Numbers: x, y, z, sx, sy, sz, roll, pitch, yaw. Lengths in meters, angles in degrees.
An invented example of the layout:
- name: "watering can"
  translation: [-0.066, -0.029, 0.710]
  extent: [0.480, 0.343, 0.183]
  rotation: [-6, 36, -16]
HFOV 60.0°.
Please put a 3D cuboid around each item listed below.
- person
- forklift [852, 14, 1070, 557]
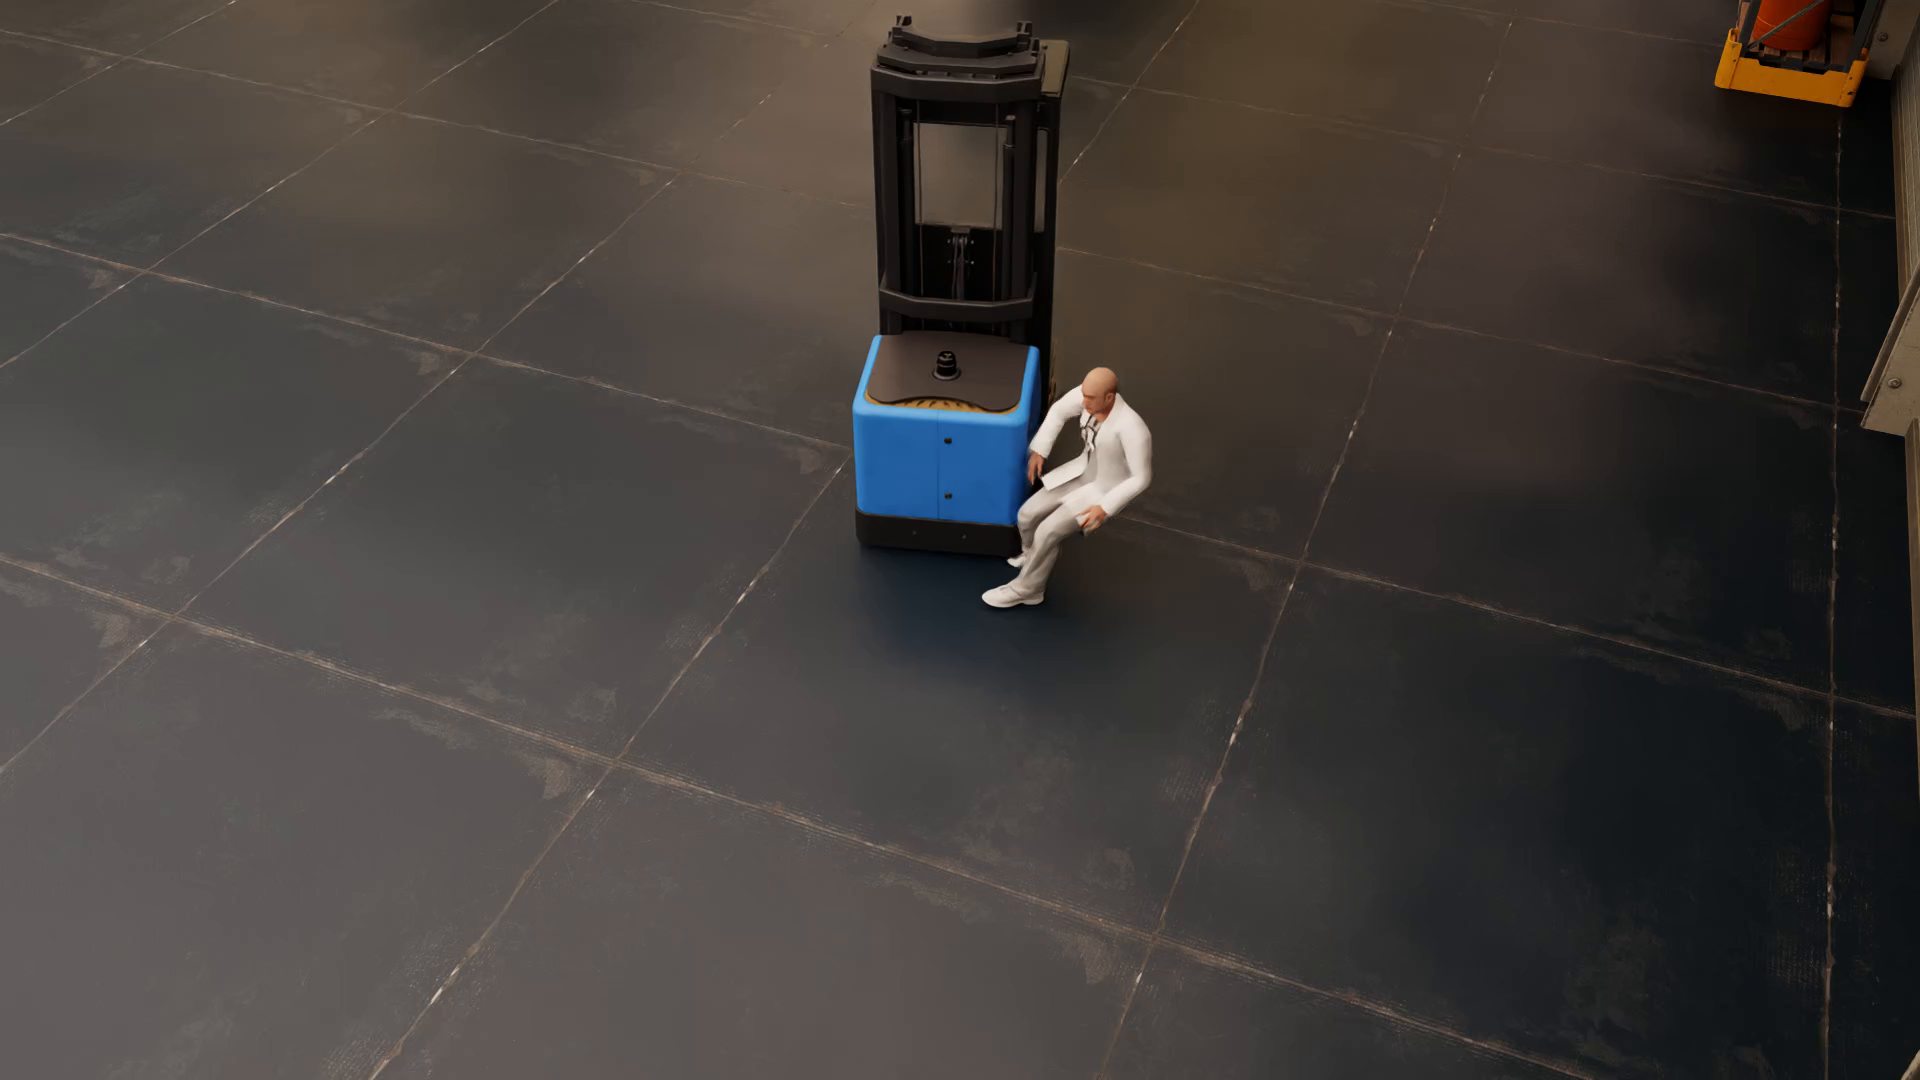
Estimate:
- name: "person"
  translation: [0.588, -0.257, 9.475]
  extent: [0.923, 1.573, 0.835]
  rotation: [-23, 45, -25]
- name: "forklift"
  translation: [0.067, -1.965, 10.354]
  extent: [1.130, 2.935, 3.031]
  rotation: [5, 40, 6]
